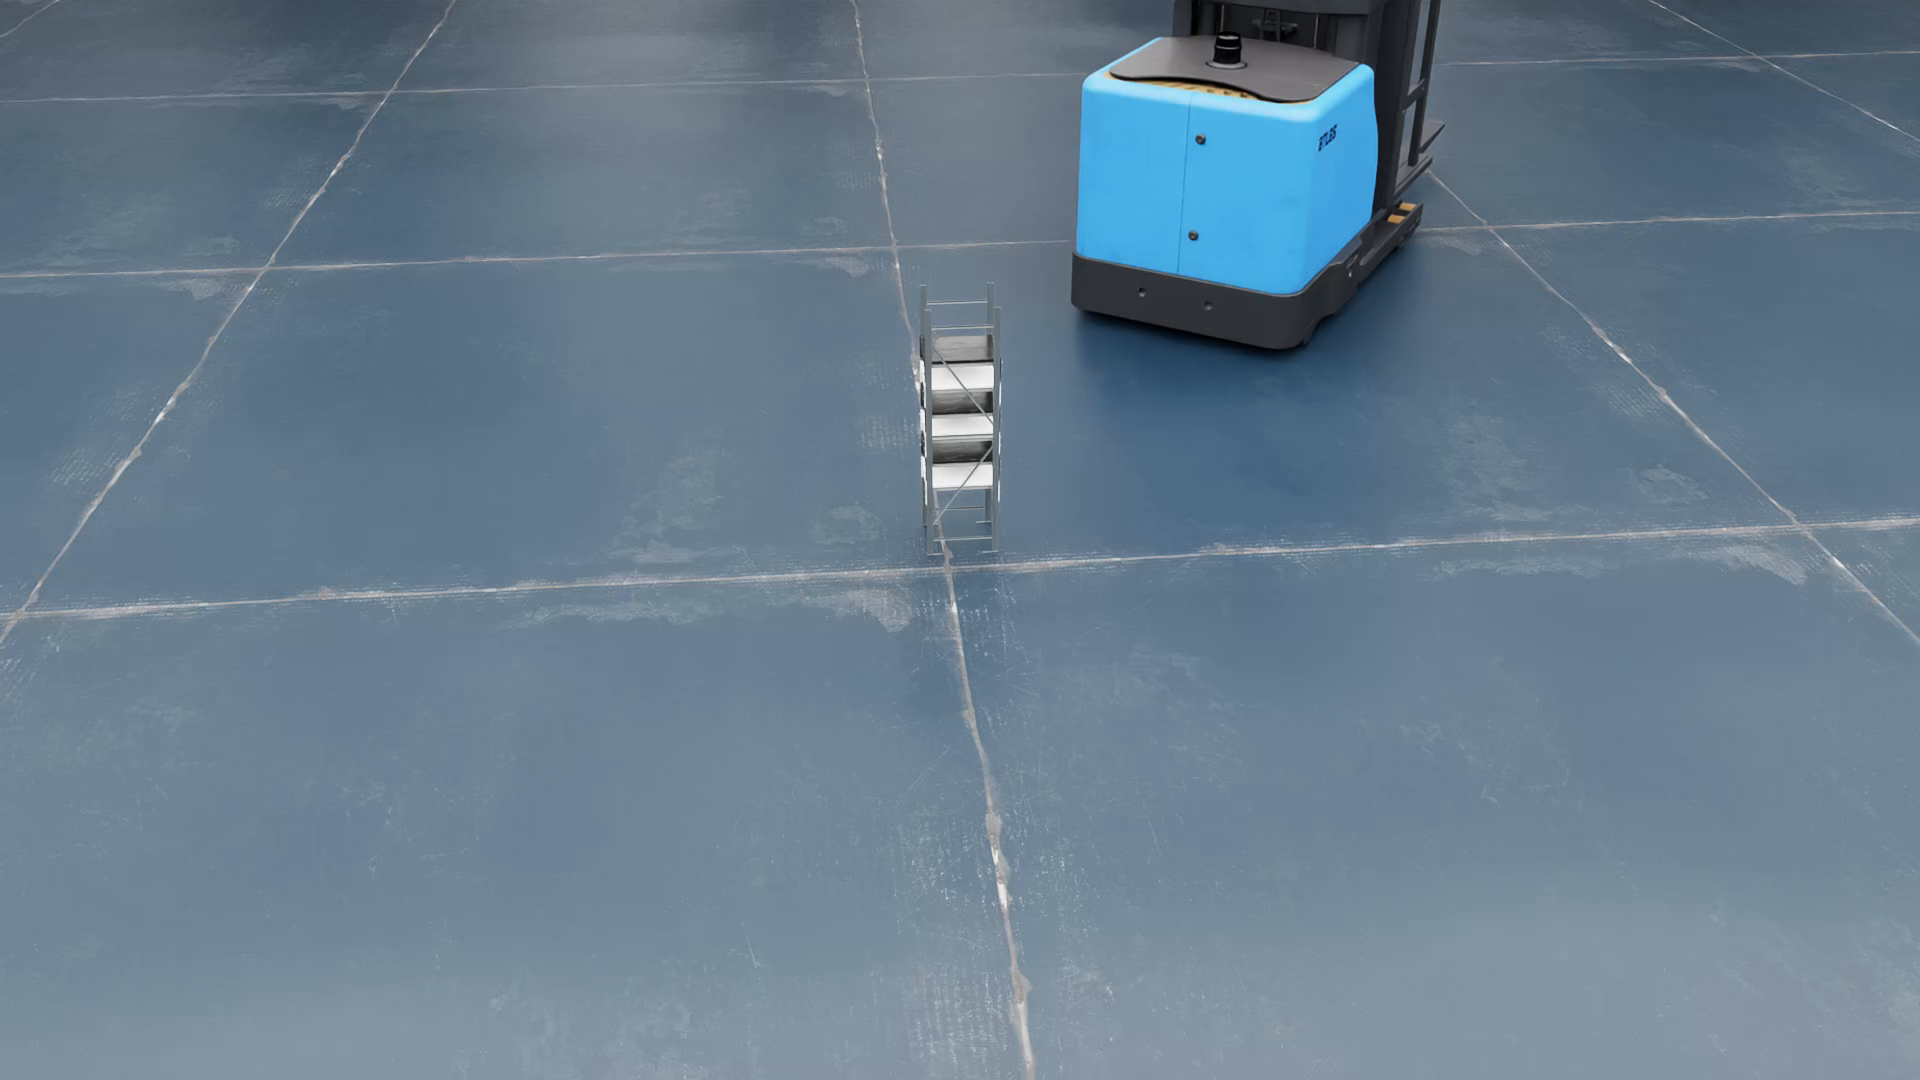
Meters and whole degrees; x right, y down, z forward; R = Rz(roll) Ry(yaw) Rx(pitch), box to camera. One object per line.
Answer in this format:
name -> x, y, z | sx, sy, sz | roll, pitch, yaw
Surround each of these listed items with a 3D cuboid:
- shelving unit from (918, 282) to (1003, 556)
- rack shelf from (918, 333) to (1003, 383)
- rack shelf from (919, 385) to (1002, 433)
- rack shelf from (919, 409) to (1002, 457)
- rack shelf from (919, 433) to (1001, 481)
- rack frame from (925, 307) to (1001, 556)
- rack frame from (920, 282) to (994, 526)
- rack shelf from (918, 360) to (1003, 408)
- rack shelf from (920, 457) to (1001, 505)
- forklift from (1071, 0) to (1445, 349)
shelving unit -> -0.001, -0.390, 5.526 | 0.258, 0.900, 0.210 | -3, 31, -5
rack shelf -> -0.001, -0.594, 5.405 | 0.258, 0.077, 0.200 | -3, 31, -5
rack shelf -> -0.001, -0.439, 5.497 | 0.258, 0.077, 0.200 | -3, 31, -5
rack shelf -> -0.001, -0.362, 5.543 | 0.258, 0.077, 0.200 | -3, 31, -5
rack shelf -> -0.001, -0.285, 5.589 | 0.258, 0.077, 0.200 | -3, 31, -5
rack frame -> 0.009, -0.339, 5.439 | 0.240, 0.900, 0.006 | -3, 31, -5
rack frame -> -0.010, -0.442, 5.613 | 0.240, 0.900, 0.006 | -3, 31, -5
rack shelf -> -0.001, -0.516, 5.451 | 0.258, 0.077, 0.200 | -3, 31, -5
rack shelf -> -0.001, -0.207, 5.636 | 0.258, 0.077, 0.200 | -3, 31, -5
forklift -> 1.647, -2.782, 7.549 | 1.130, 2.935, 3.031 | 16, 34, 25
